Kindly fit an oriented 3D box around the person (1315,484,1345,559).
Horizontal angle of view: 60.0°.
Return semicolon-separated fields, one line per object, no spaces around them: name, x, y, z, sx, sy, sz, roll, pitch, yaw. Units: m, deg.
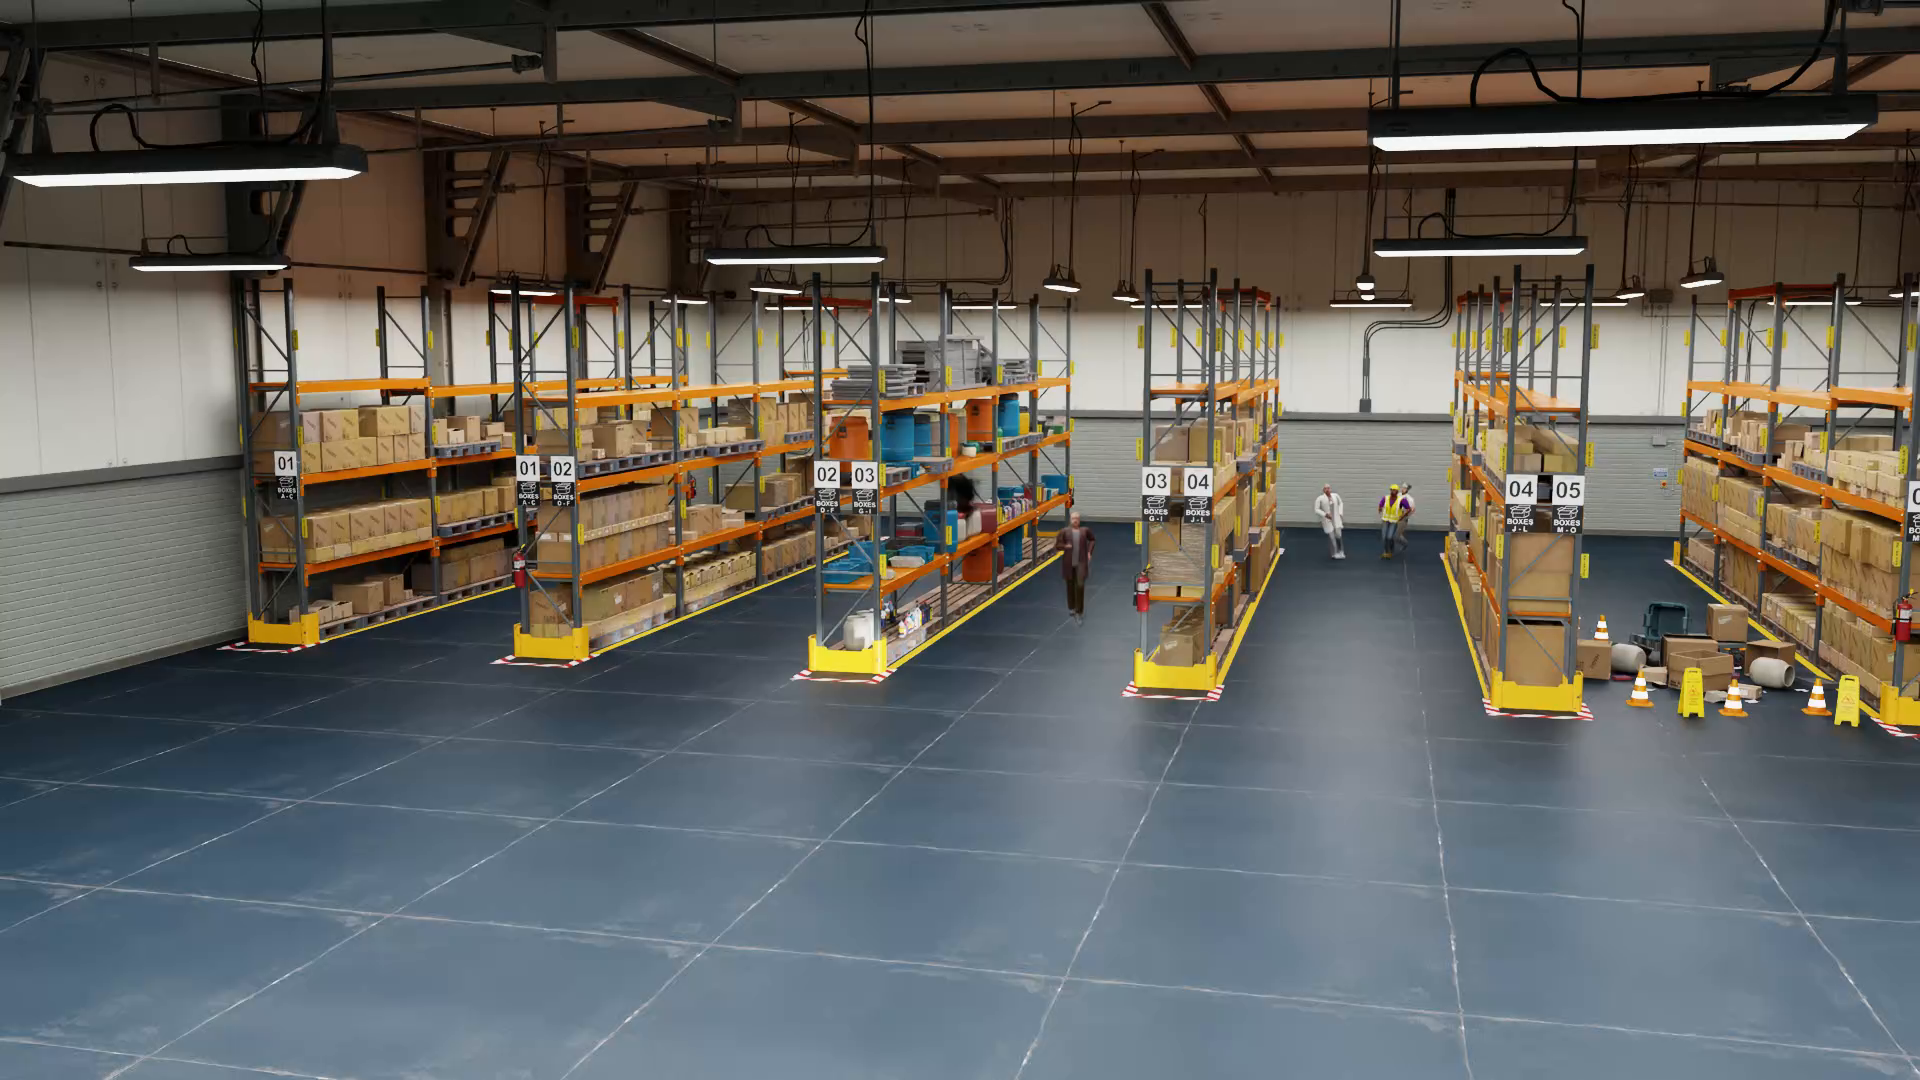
person;8.485;-0.421;38.082;0.731;1.730;0.620;0;7;1

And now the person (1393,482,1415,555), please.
person;10.215;-0.474;38.625;0.693;1.757;0.714;-4;8;-31

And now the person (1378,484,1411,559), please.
person;9.861;-0.408;38.009;0.701;1.738;0.638;5;9;36

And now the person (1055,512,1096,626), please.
person;1.953;0.481;28.181;0.685;1.901;0.770;0;7;4
